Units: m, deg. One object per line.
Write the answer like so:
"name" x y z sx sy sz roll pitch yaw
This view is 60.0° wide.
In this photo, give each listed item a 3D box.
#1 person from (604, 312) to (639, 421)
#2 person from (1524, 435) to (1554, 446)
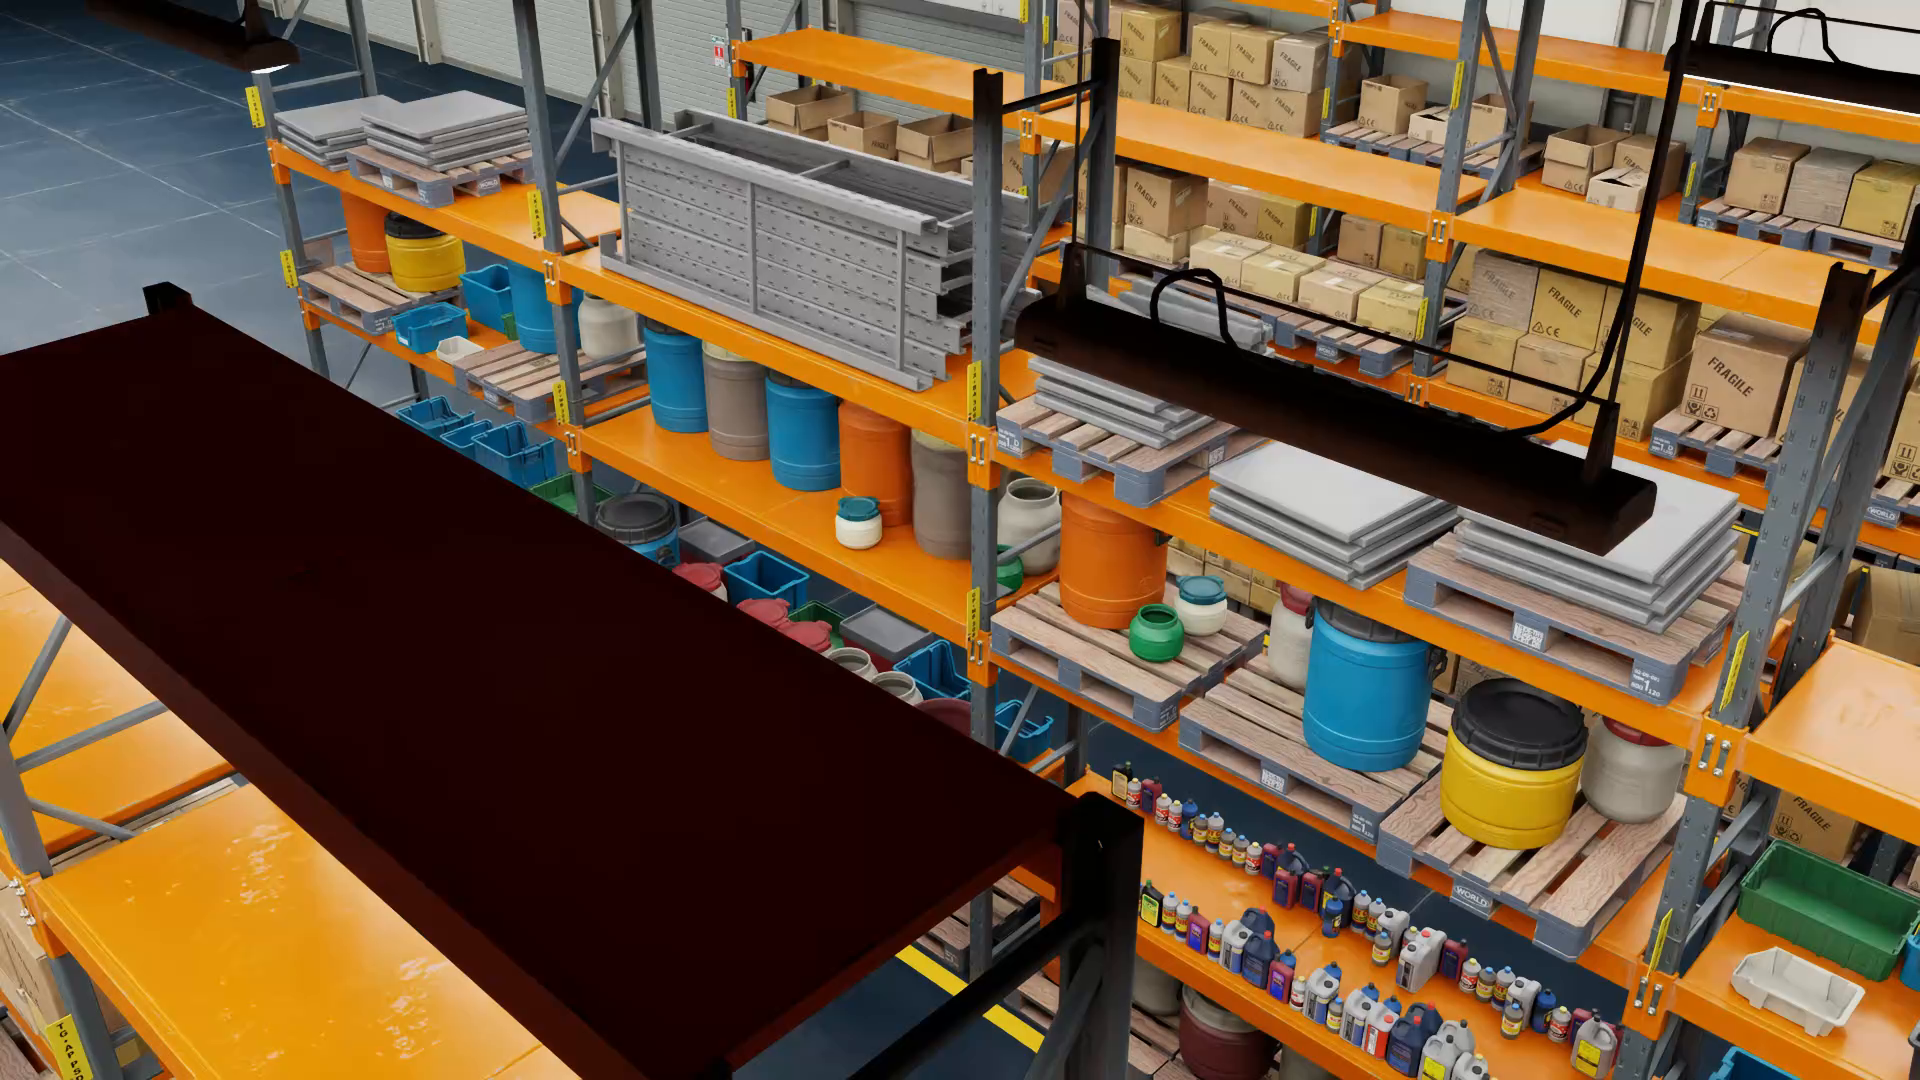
"person" -3.742 -2.149 18.434 0.853 1.599 0.516 -26 38 -38
"person" 5.626 -0.863 16.169 1.009 1.535 0.523 19 35 30
